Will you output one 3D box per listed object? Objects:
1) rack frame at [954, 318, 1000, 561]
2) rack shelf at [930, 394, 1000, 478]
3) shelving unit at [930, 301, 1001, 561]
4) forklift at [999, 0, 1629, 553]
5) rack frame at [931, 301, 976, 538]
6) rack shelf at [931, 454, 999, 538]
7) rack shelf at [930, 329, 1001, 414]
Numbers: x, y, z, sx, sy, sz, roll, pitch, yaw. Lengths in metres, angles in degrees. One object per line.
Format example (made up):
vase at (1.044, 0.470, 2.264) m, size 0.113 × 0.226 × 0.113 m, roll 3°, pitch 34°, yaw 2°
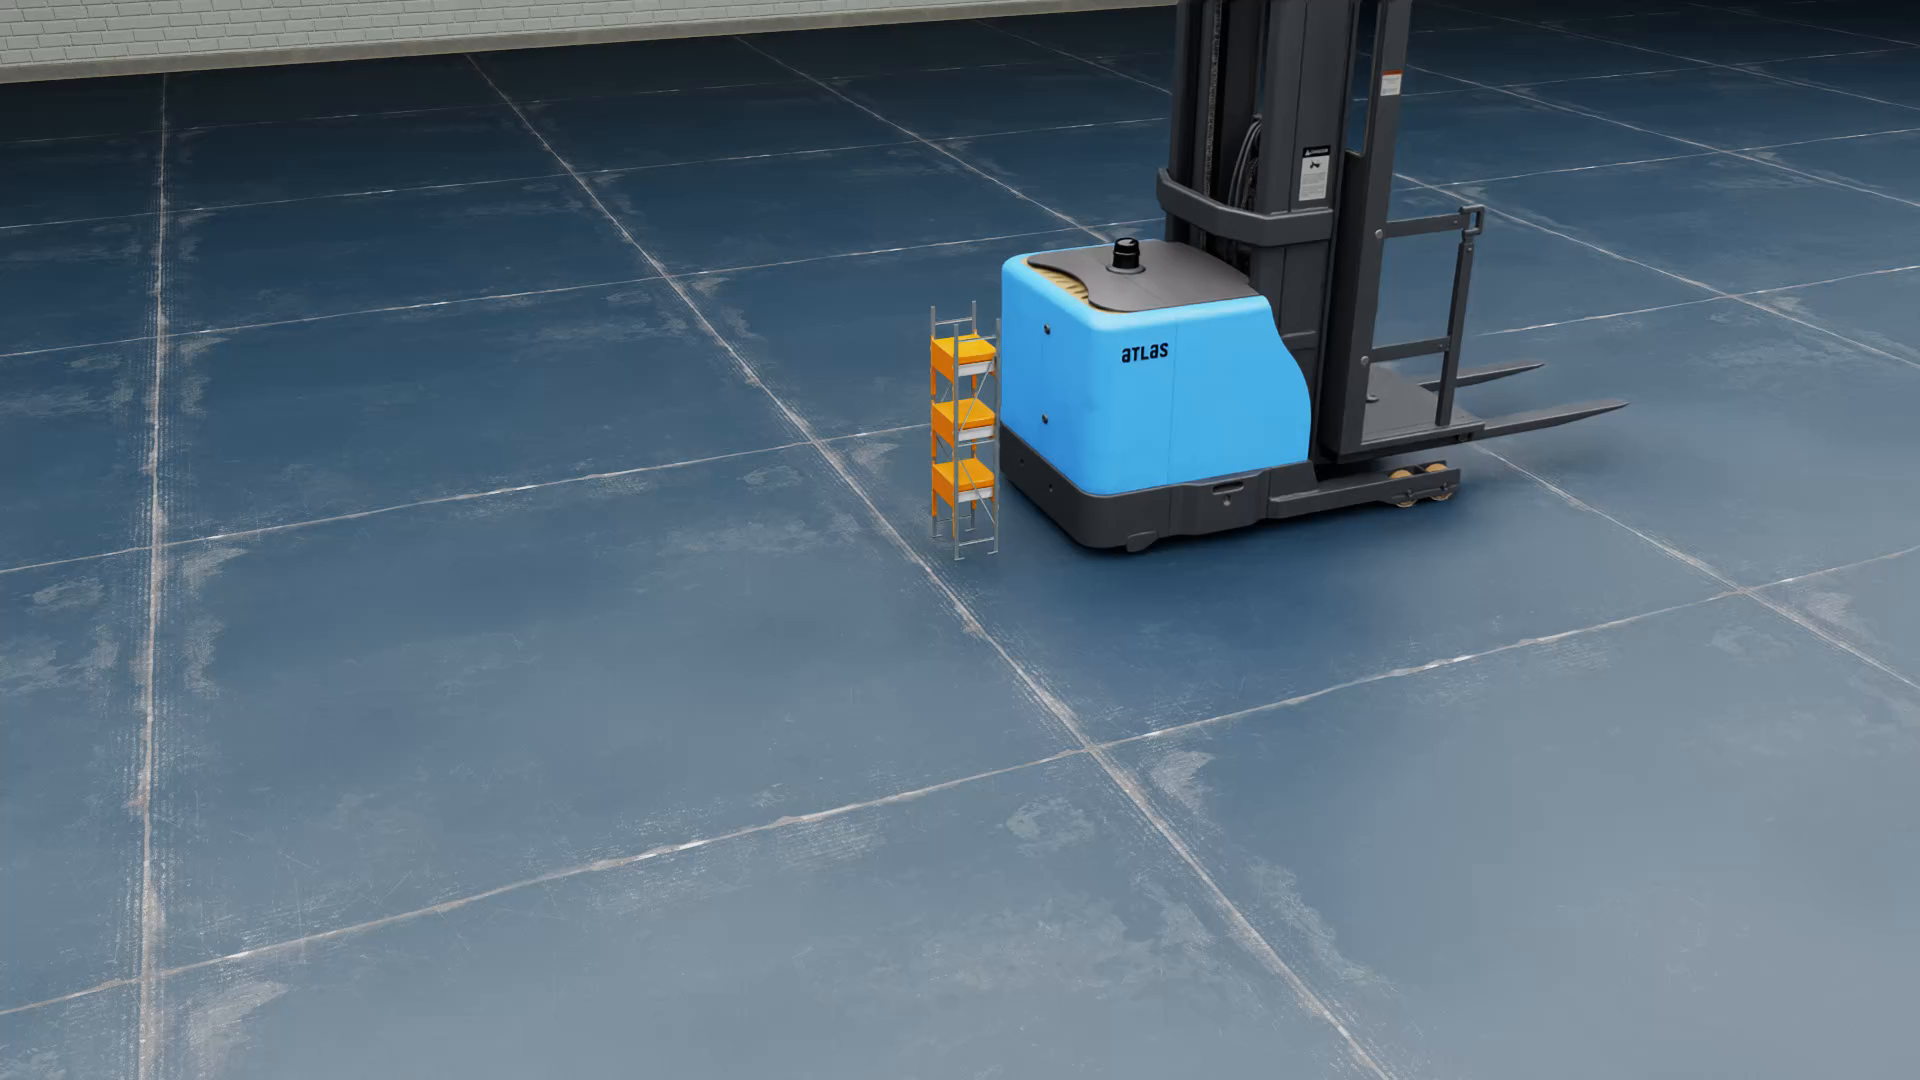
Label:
rack frame at (0.069, -0.401, 6.875) m, size 0.200 × 1.050 × 0.008 m, roll -11°, pitch 28°, yaw -21°
rack shelf at (0.021, -0.441, 6.980) m, size 0.215 × 0.259 × 0.240 m, roll -11°, pitch 28°, yaw -21°
shelving unit at (0.021, -0.450, 6.975) m, size 0.215 × 1.050 × 0.252 m, roll -11°, pitch 28°, yaw -21°
forklift at (1.740, -1.667, 7.324) m, size 3.031 × 2.935 × 1.130 m, roll -10°, pitch 28°, yaw -20°
rack frame at (-0.027, -0.499, 7.076) m, size 0.200 × 1.050 × 0.008 m, roll -11°, pitch 28°, yaw -21°
rack shelf at (0.021, -0.191, 7.102) m, size 0.215 × 0.259 × 0.240 m, roll -11°, pitch 28°, yaw -21°
rack shelf at (0.021, -0.696, 6.856) m, size 0.215 × 0.259 × 0.240 m, roll -11°, pitch 28°, yaw -21°
